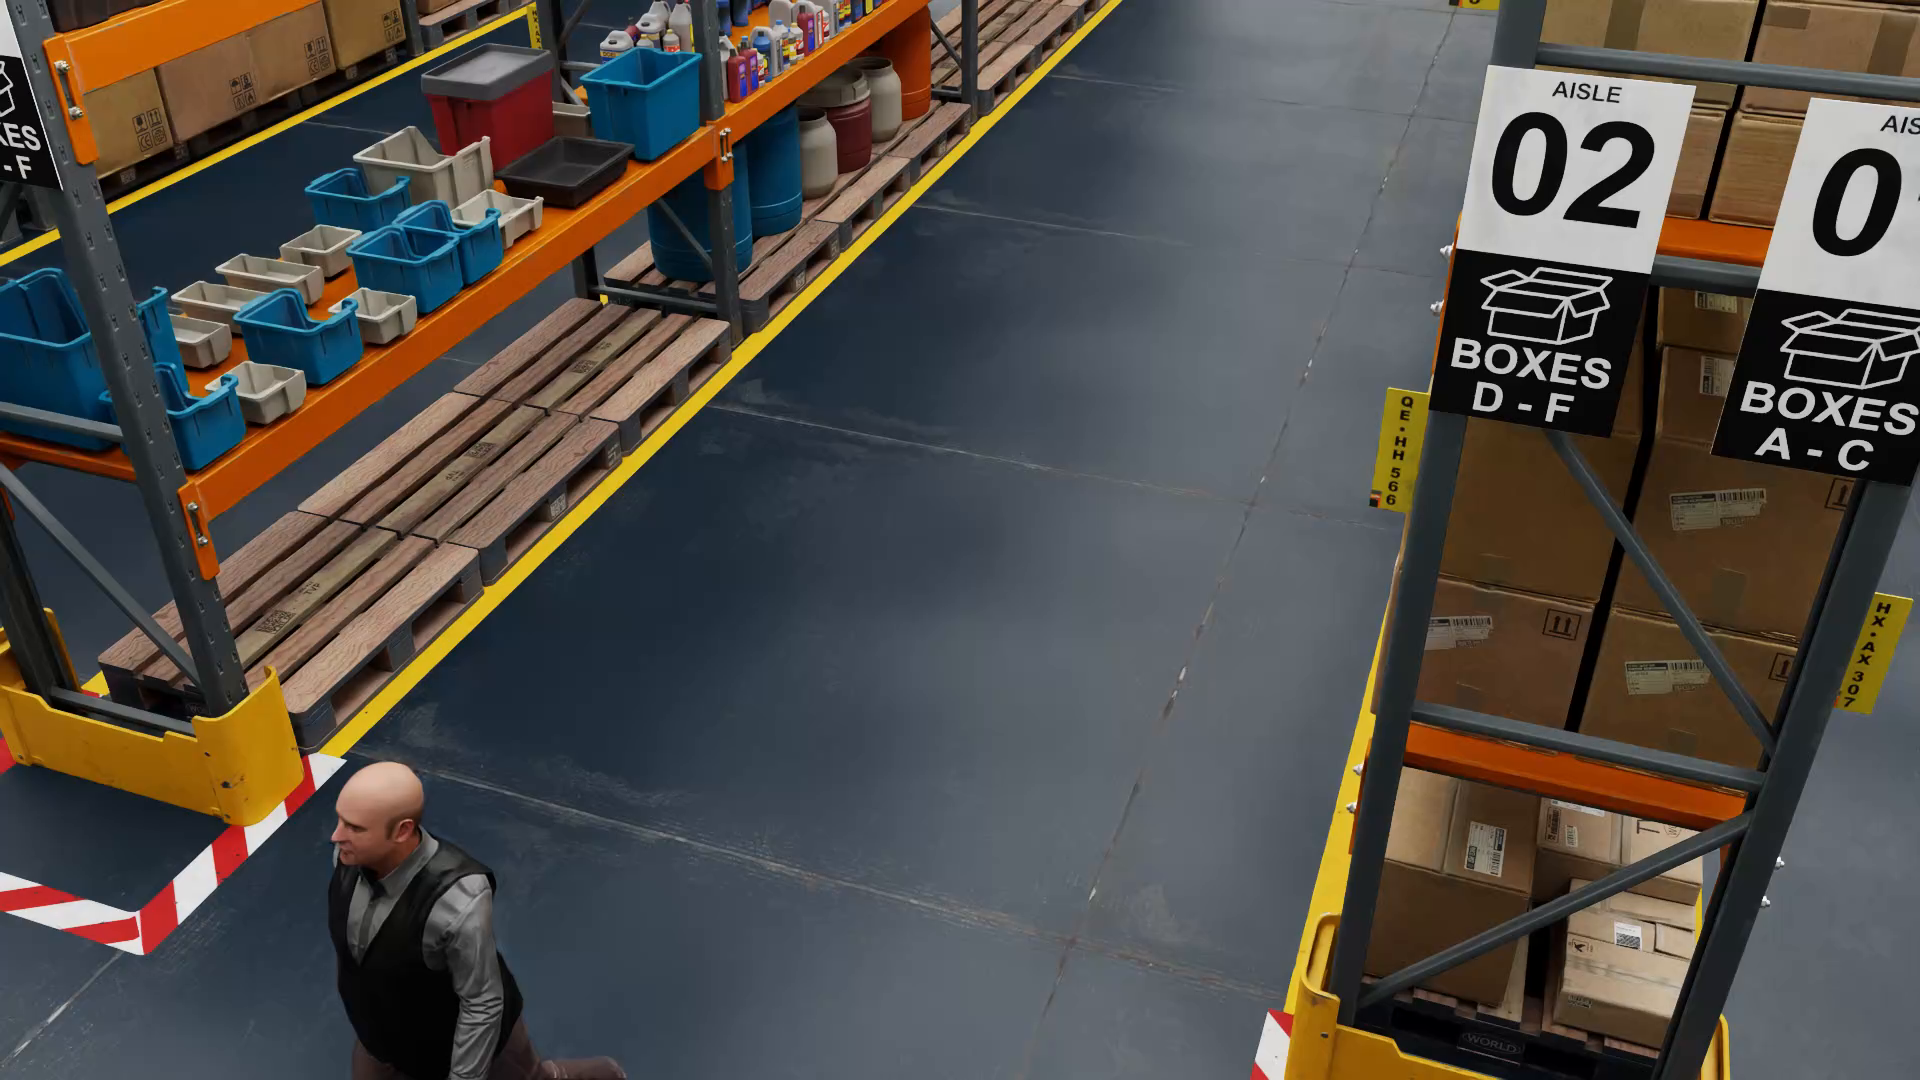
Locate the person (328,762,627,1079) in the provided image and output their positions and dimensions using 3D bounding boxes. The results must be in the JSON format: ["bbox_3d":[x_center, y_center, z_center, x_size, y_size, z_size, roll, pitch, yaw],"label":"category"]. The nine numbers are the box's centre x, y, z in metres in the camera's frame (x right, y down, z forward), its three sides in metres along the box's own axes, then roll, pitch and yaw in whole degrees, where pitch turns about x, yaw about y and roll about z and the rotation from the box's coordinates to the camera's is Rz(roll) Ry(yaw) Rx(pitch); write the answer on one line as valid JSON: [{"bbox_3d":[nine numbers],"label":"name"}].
[{"bbox_3d":[-1.329,1.246,4.245,0.559,1.677,1.048,16,36,23],"label":"person"}]
